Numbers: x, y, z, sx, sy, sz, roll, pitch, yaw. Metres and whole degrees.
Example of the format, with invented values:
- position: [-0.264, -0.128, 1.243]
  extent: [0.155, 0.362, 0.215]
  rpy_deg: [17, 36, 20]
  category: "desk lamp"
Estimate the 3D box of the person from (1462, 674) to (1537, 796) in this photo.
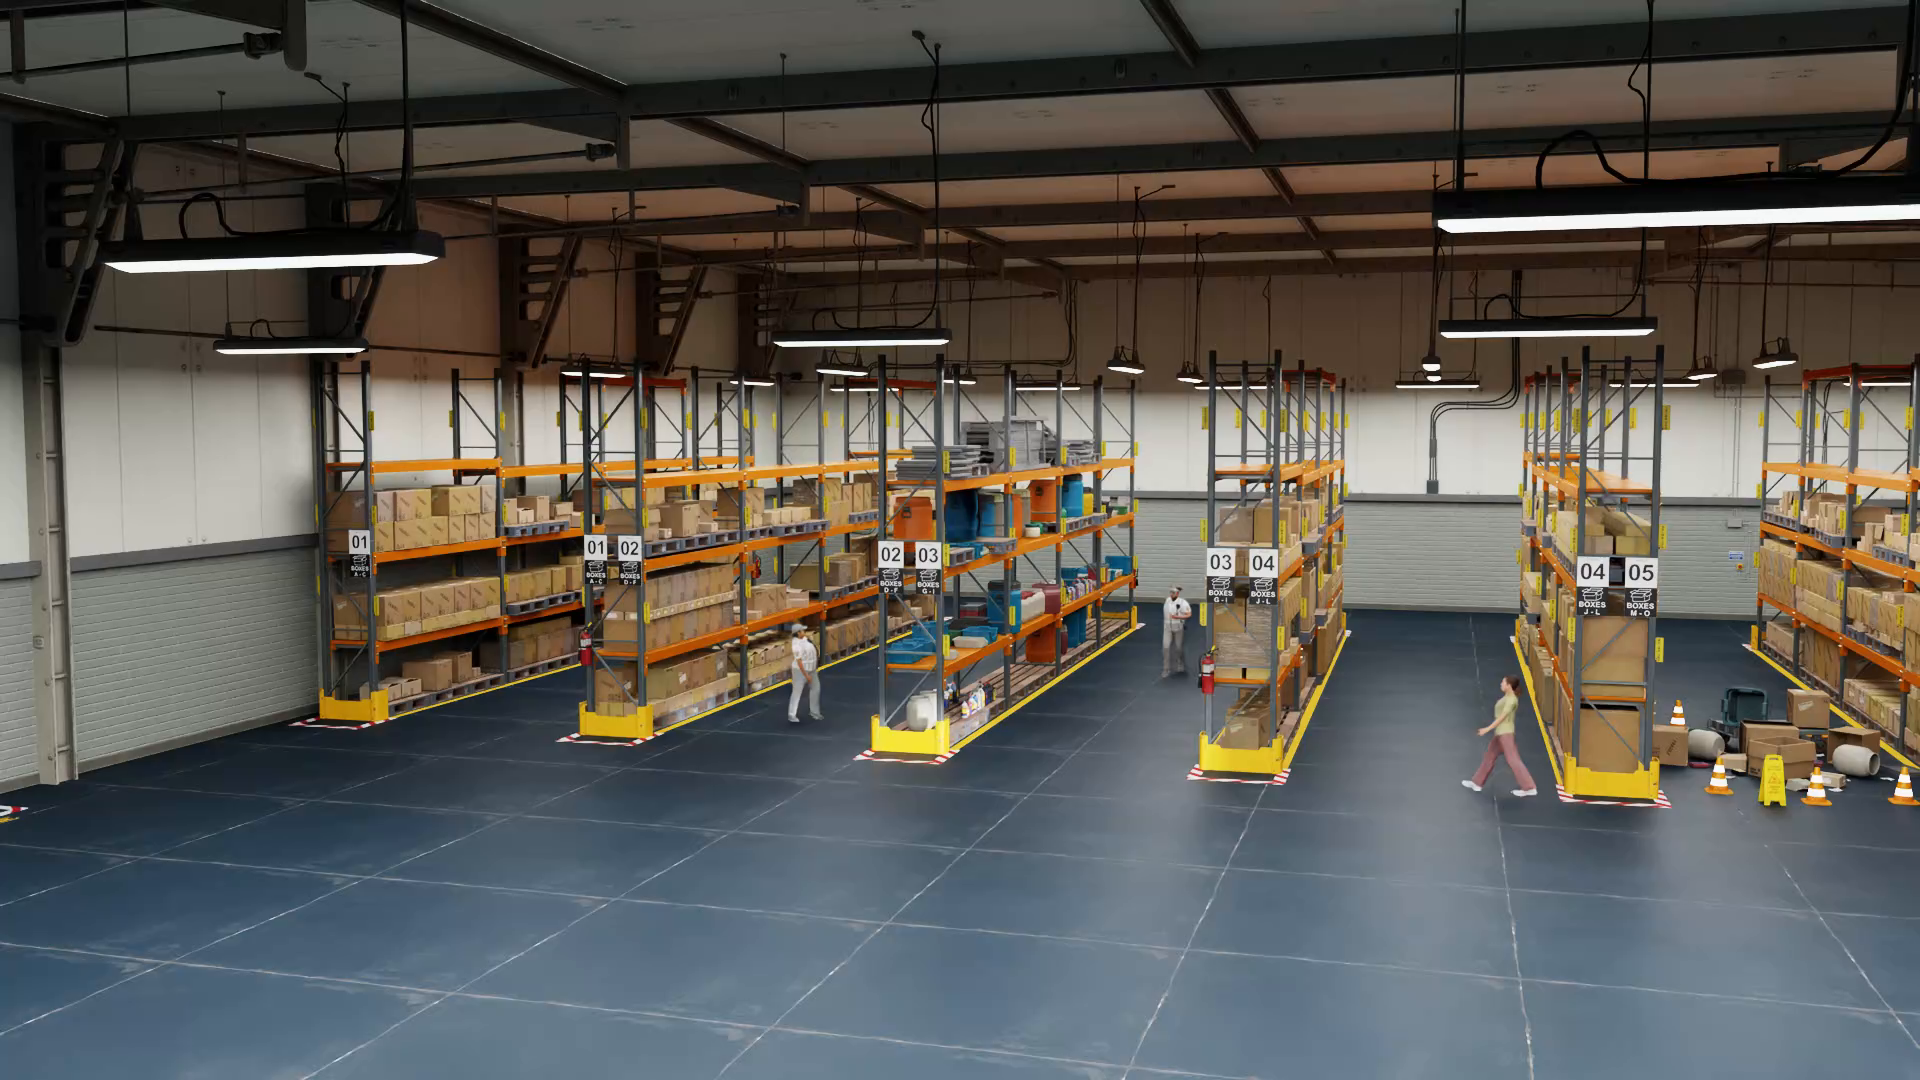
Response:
- position: [7.212, 2.596, 22.220]
  extent: [1.019, 1.607, 0.585]
  rpy_deg: [2, 5, 29]
  category: "person"

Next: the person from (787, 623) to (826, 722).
- position: [-2.575, 2.220, 27.748]
  extent: [0.471, 1.694, 0.647]
  rpy_deg: [2, 5, 27]
  category: "person"

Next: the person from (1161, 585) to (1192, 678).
- position: [4.279, 1.786, 32.792]
  extent: [0.617, 1.833, 0.846]
  rpy_deg: [2, 4, 21]
  category: "person"
